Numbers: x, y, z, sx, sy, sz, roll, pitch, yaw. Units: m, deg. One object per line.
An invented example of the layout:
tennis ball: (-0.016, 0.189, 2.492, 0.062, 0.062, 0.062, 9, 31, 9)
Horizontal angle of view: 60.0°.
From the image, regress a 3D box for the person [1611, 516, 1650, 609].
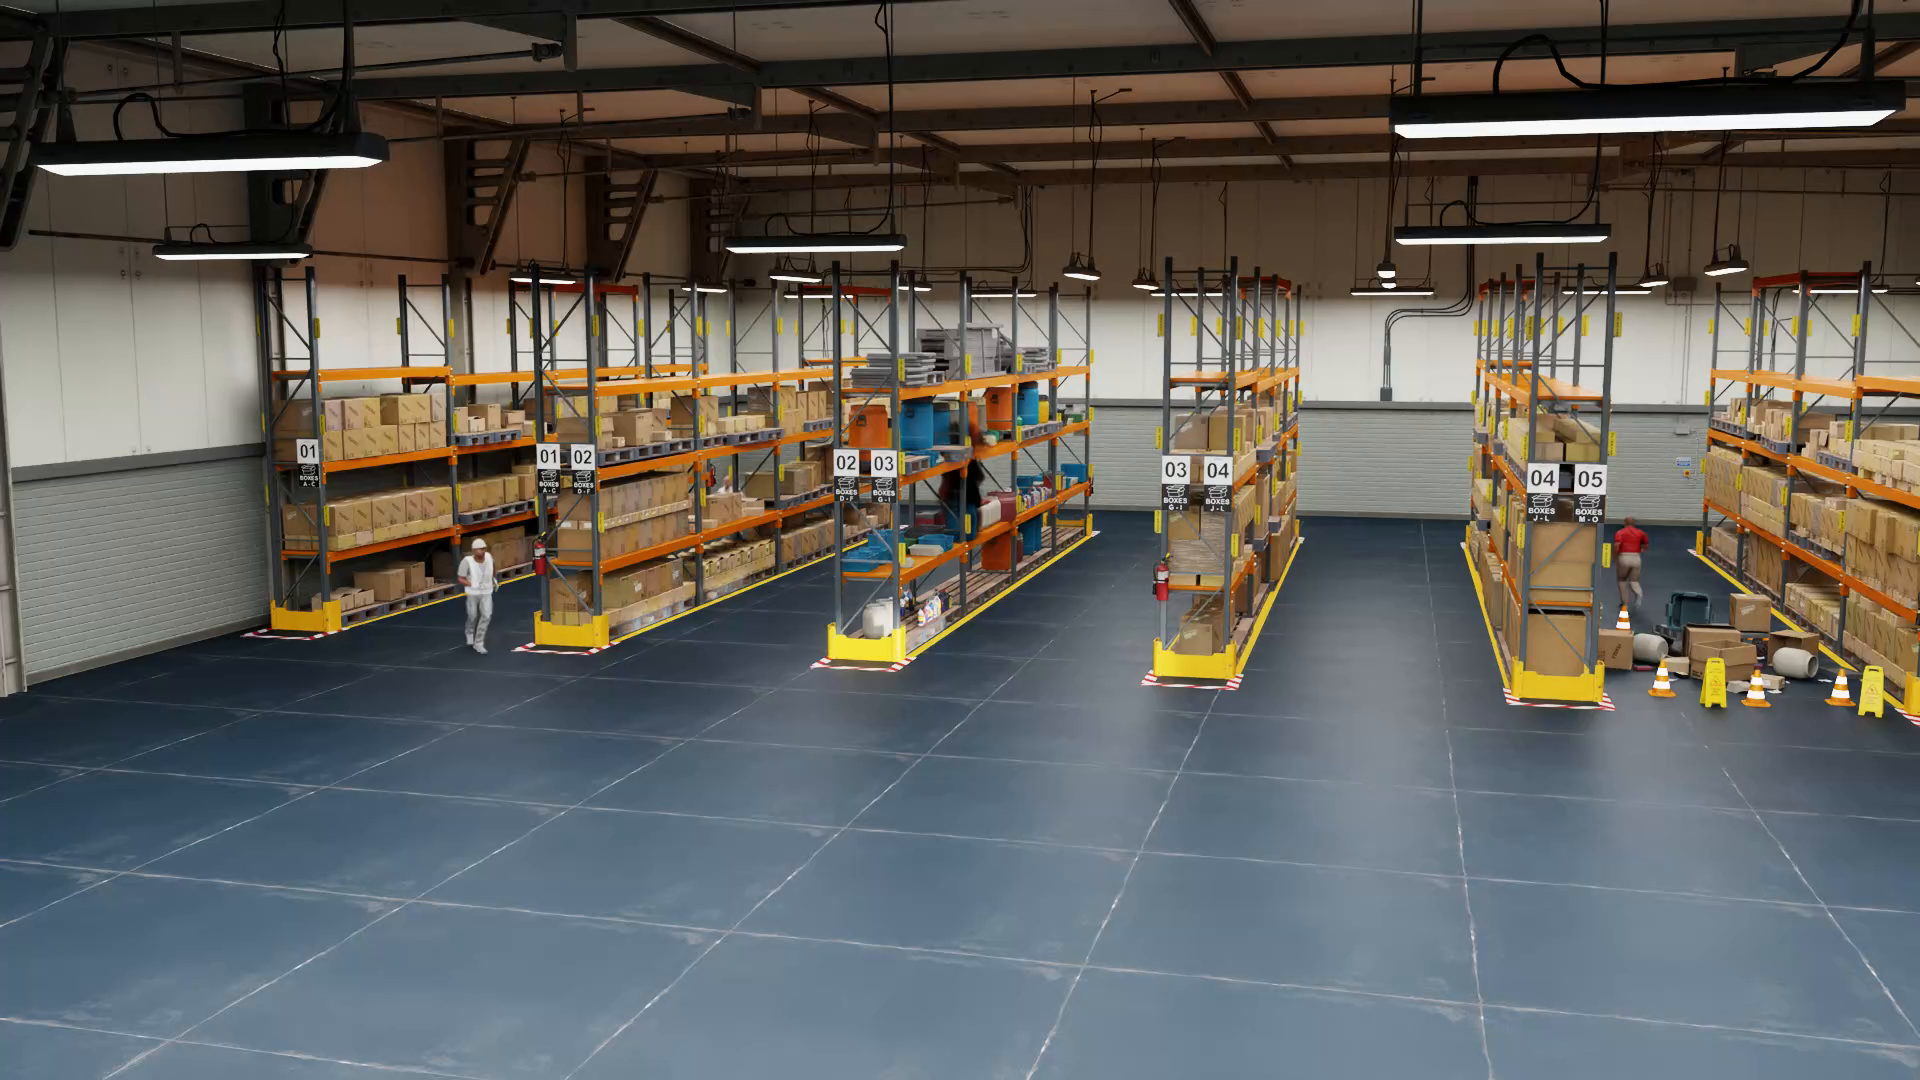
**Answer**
person: (12.018, 0.416, 29.775, 0.659, 1.674, 0.775, 1, 7, 5)

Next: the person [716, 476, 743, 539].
person: (-5.186, -0.578, 37.316, 0.691, 1.724, 0.675, 2, 8, 17)

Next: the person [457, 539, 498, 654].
person: (-7.550, 0.846, 25.991, 0.677, 1.781, 0.816, -4, 8, -30)

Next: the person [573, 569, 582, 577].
person: (-7.242, 0.151, 31.795, 0.665, 1.651, 0.800, -1, 7, -5)
